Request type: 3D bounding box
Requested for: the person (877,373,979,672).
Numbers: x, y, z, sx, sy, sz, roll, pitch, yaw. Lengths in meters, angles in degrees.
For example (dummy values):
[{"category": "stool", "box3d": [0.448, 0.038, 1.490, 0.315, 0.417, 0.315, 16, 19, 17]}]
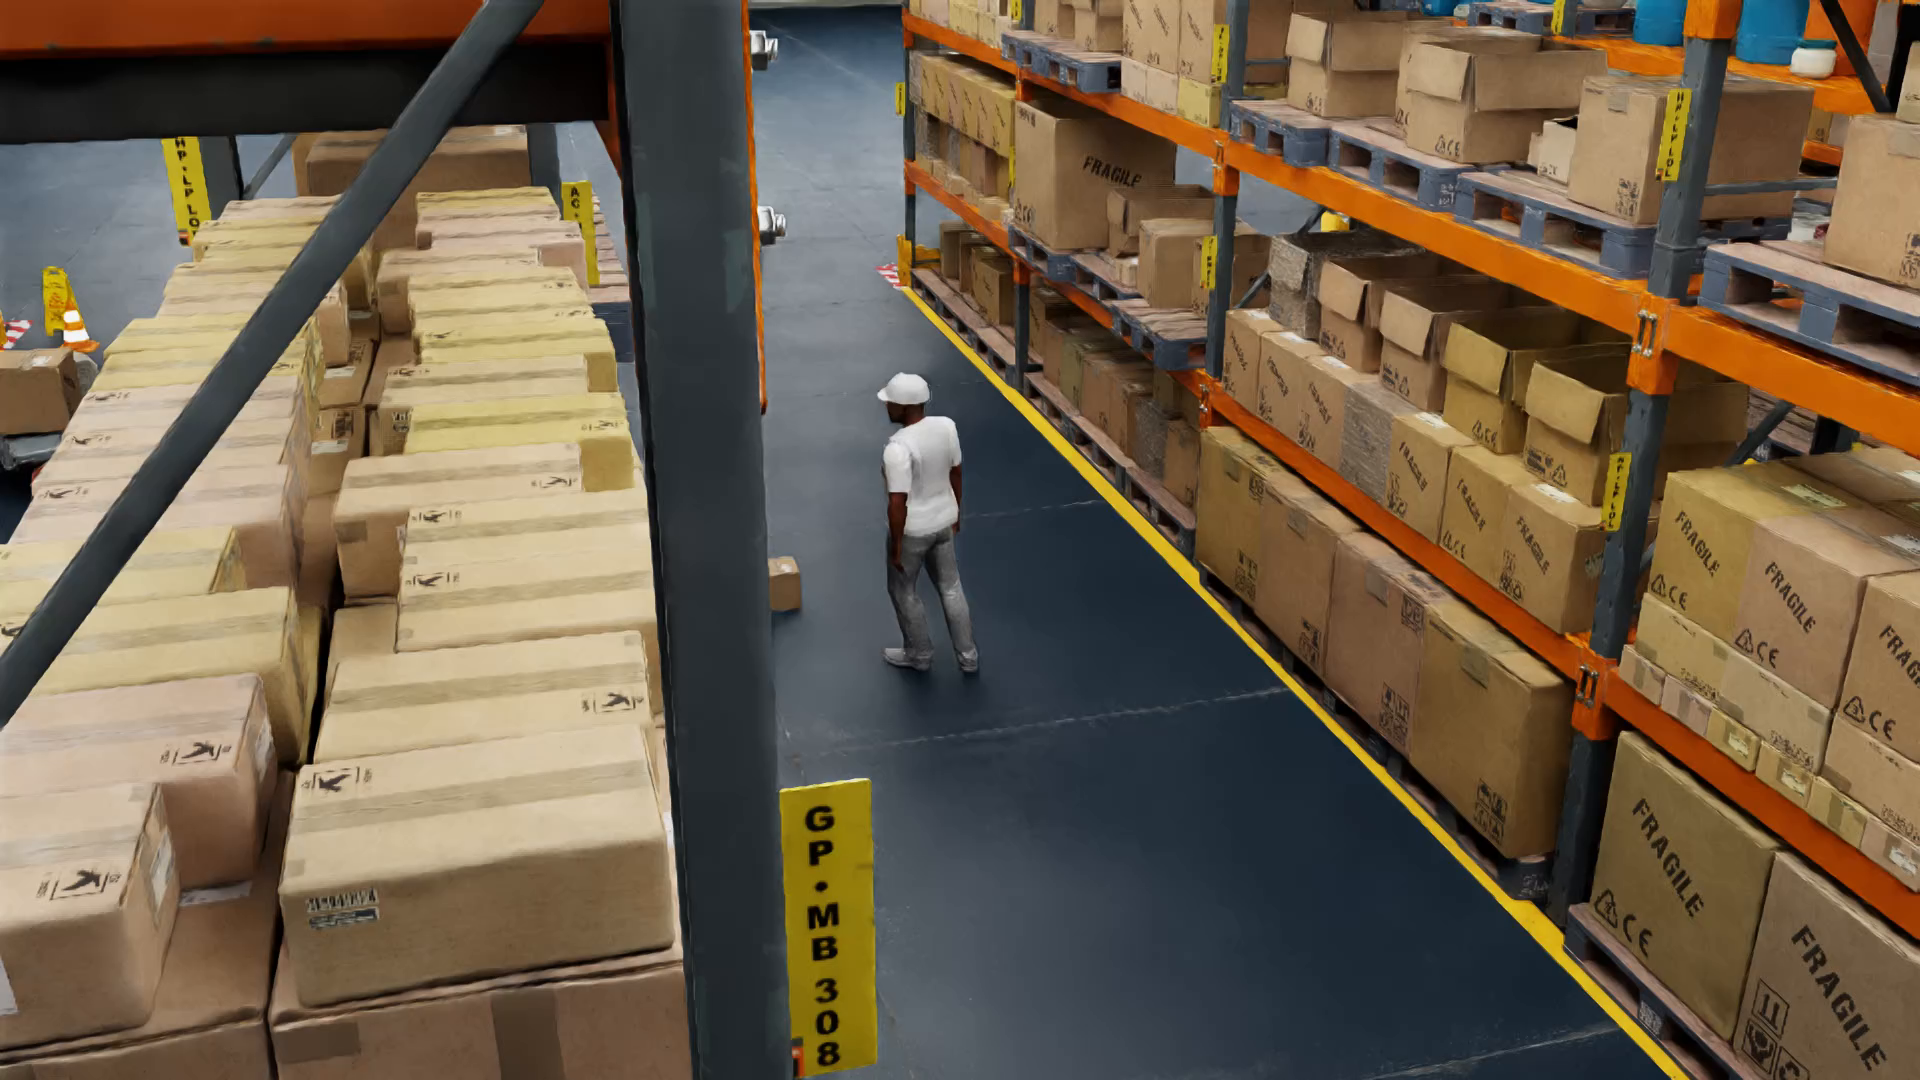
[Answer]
[{"category": "person", "box3d": [-0.179, -0.078, 9.258, 0.559, 1.754, 0.605, 20, 30, 39]}]
